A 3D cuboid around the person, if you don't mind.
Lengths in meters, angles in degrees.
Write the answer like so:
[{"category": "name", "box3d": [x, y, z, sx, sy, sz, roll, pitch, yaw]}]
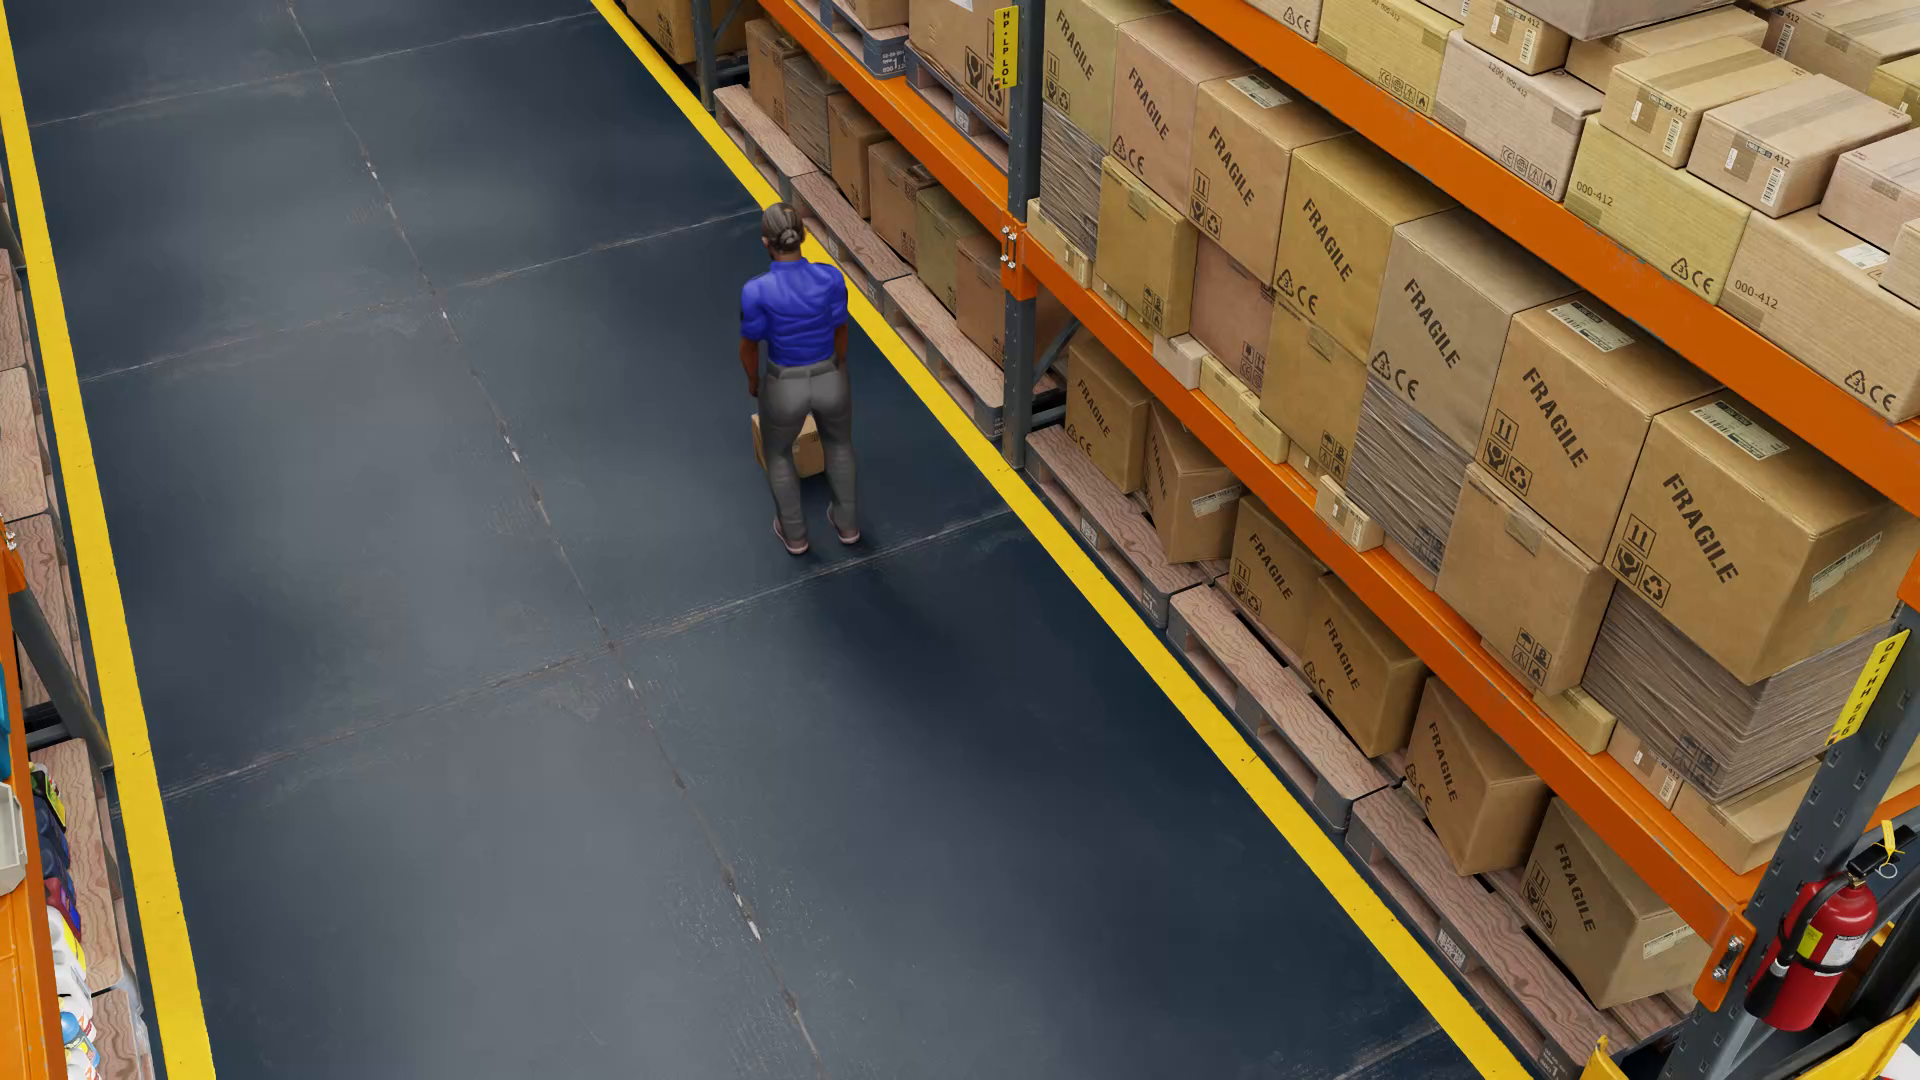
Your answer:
[{"category": "person", "box3d": [-0.673, -0.636, 6.922, 0.454, 1.618, 0.367, -11, 43, -12]}]
